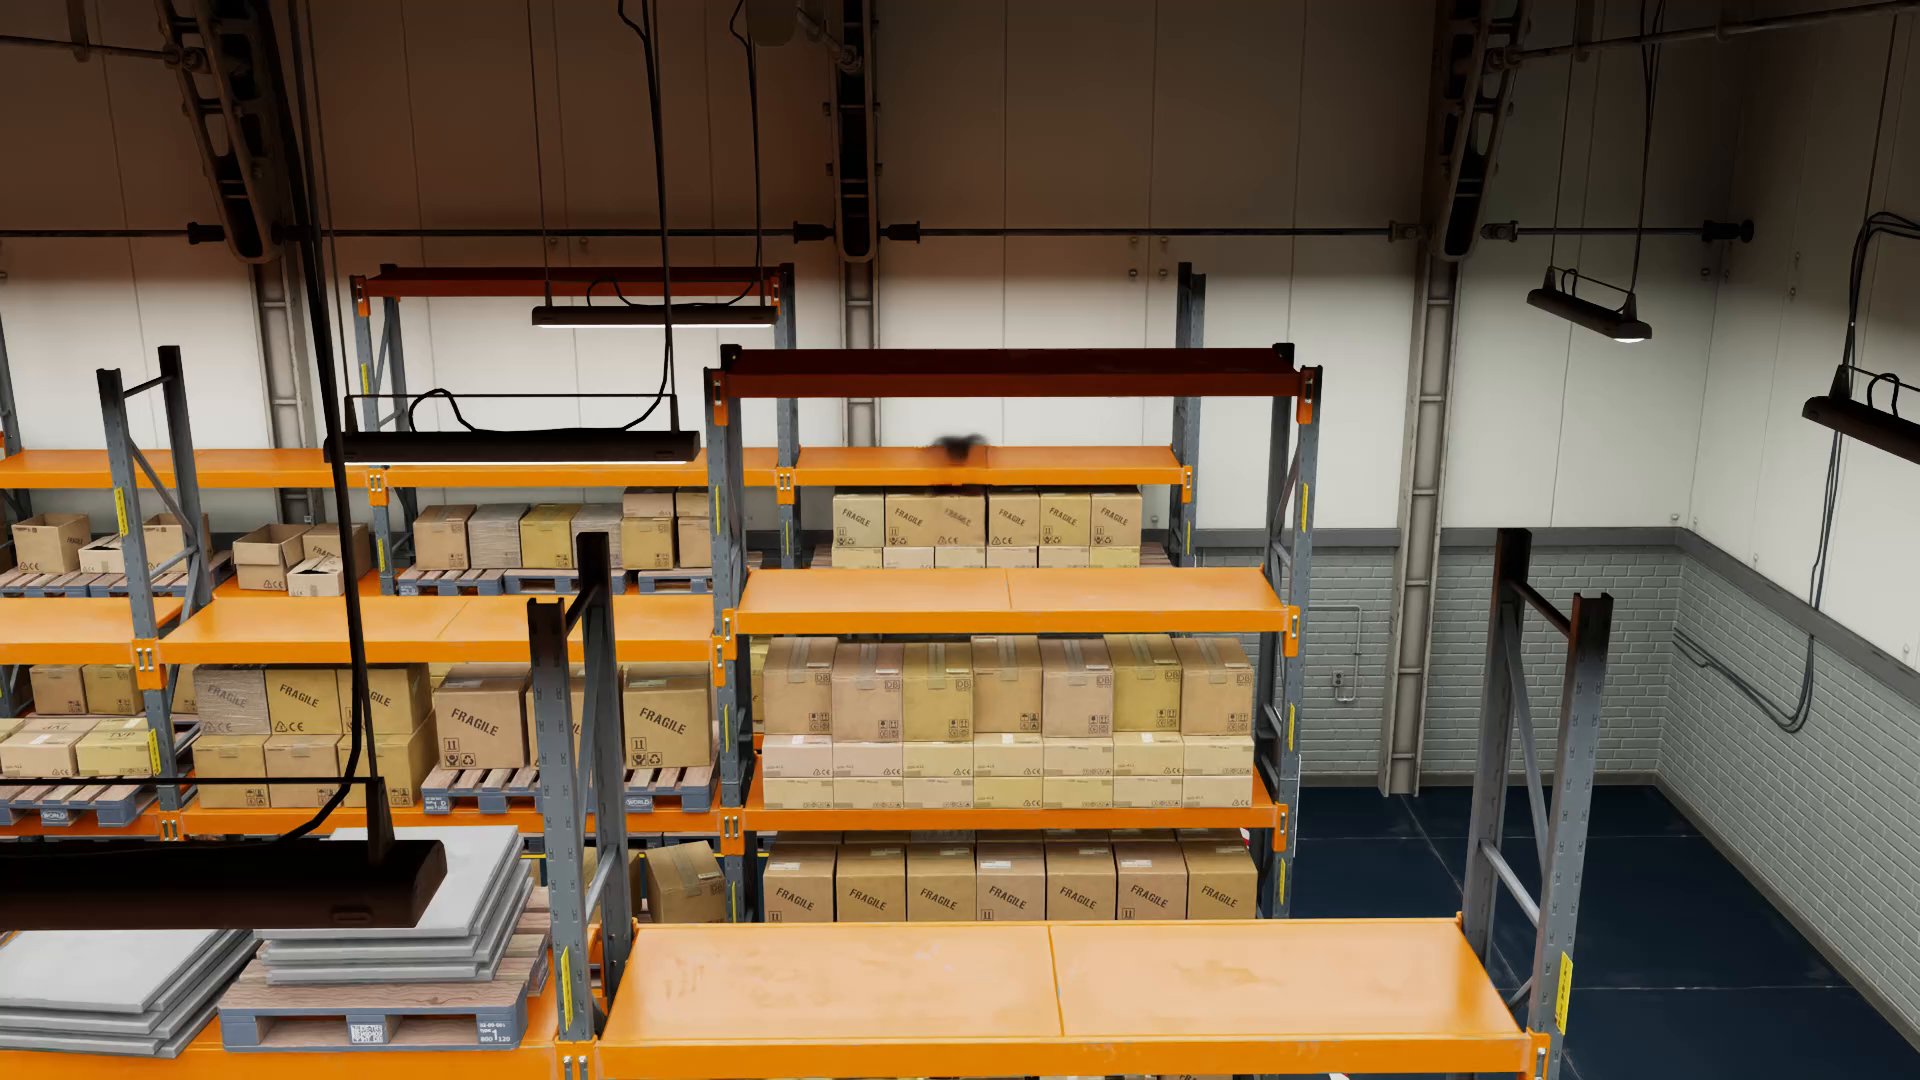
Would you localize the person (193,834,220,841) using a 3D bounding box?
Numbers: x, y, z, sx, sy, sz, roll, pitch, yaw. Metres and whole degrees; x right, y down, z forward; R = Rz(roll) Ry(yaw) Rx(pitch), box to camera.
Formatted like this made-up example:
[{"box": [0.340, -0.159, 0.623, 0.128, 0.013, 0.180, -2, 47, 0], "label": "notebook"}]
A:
[{"box": [-6.397, 3.265, 14.450, 0.390, 1.590, 0.407, 10, 19, 32], "label": "person"}]
